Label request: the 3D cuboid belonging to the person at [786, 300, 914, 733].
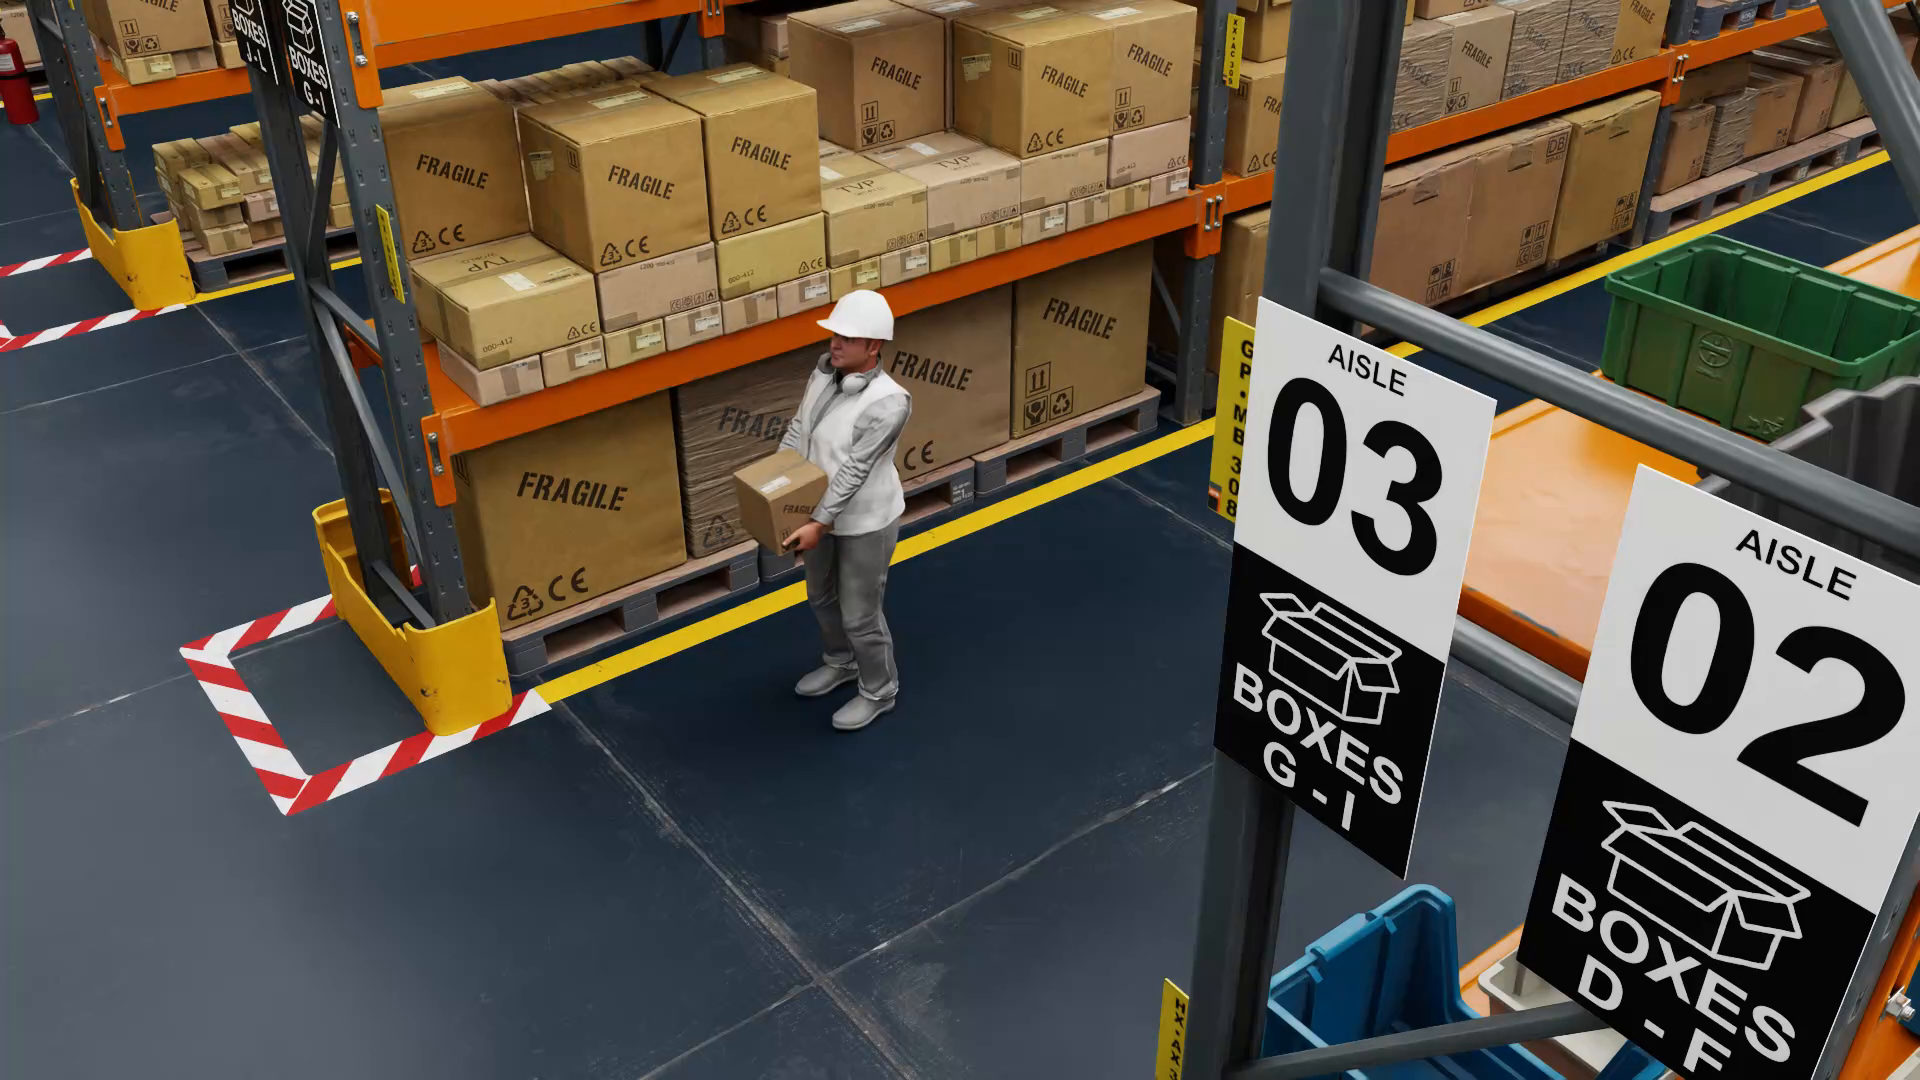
[{"bbox_3d":[-0.420,-0.101,6.274,0.463,1.770,0.584,-25,40,-34],"label":"person"}]
